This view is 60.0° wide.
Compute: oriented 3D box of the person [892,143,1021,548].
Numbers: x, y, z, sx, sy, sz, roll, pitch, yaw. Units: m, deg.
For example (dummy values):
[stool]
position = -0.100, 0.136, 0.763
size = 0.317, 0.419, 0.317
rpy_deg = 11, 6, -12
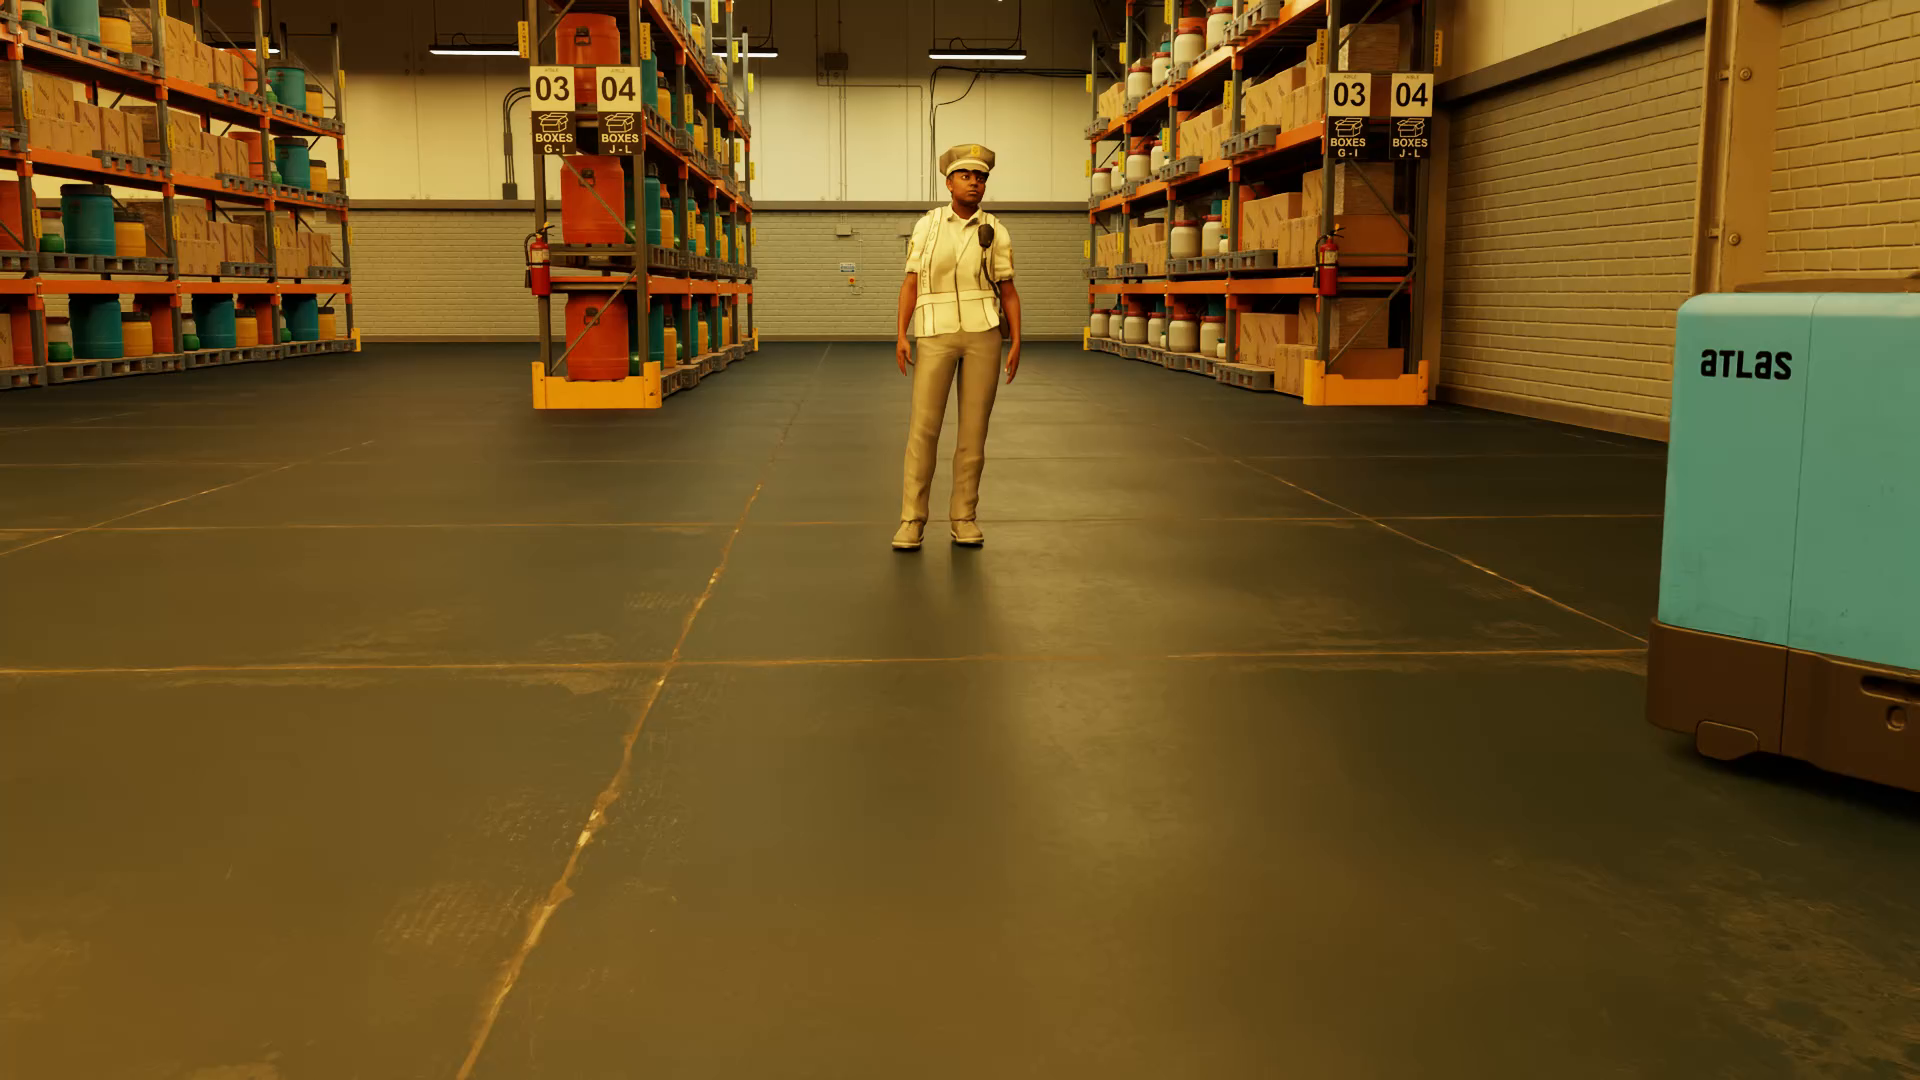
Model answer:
[person]
position = -0.016, -0.834, 7.109
size = 0.569, 1.695, 0.530
rpy_deg = -1, 8, -4

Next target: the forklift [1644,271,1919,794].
[forklift]
position = 2.867, -0.812, 2.798
size = 1.130, 2.935, 3.031
rpy_deg = -6, 10, -34
